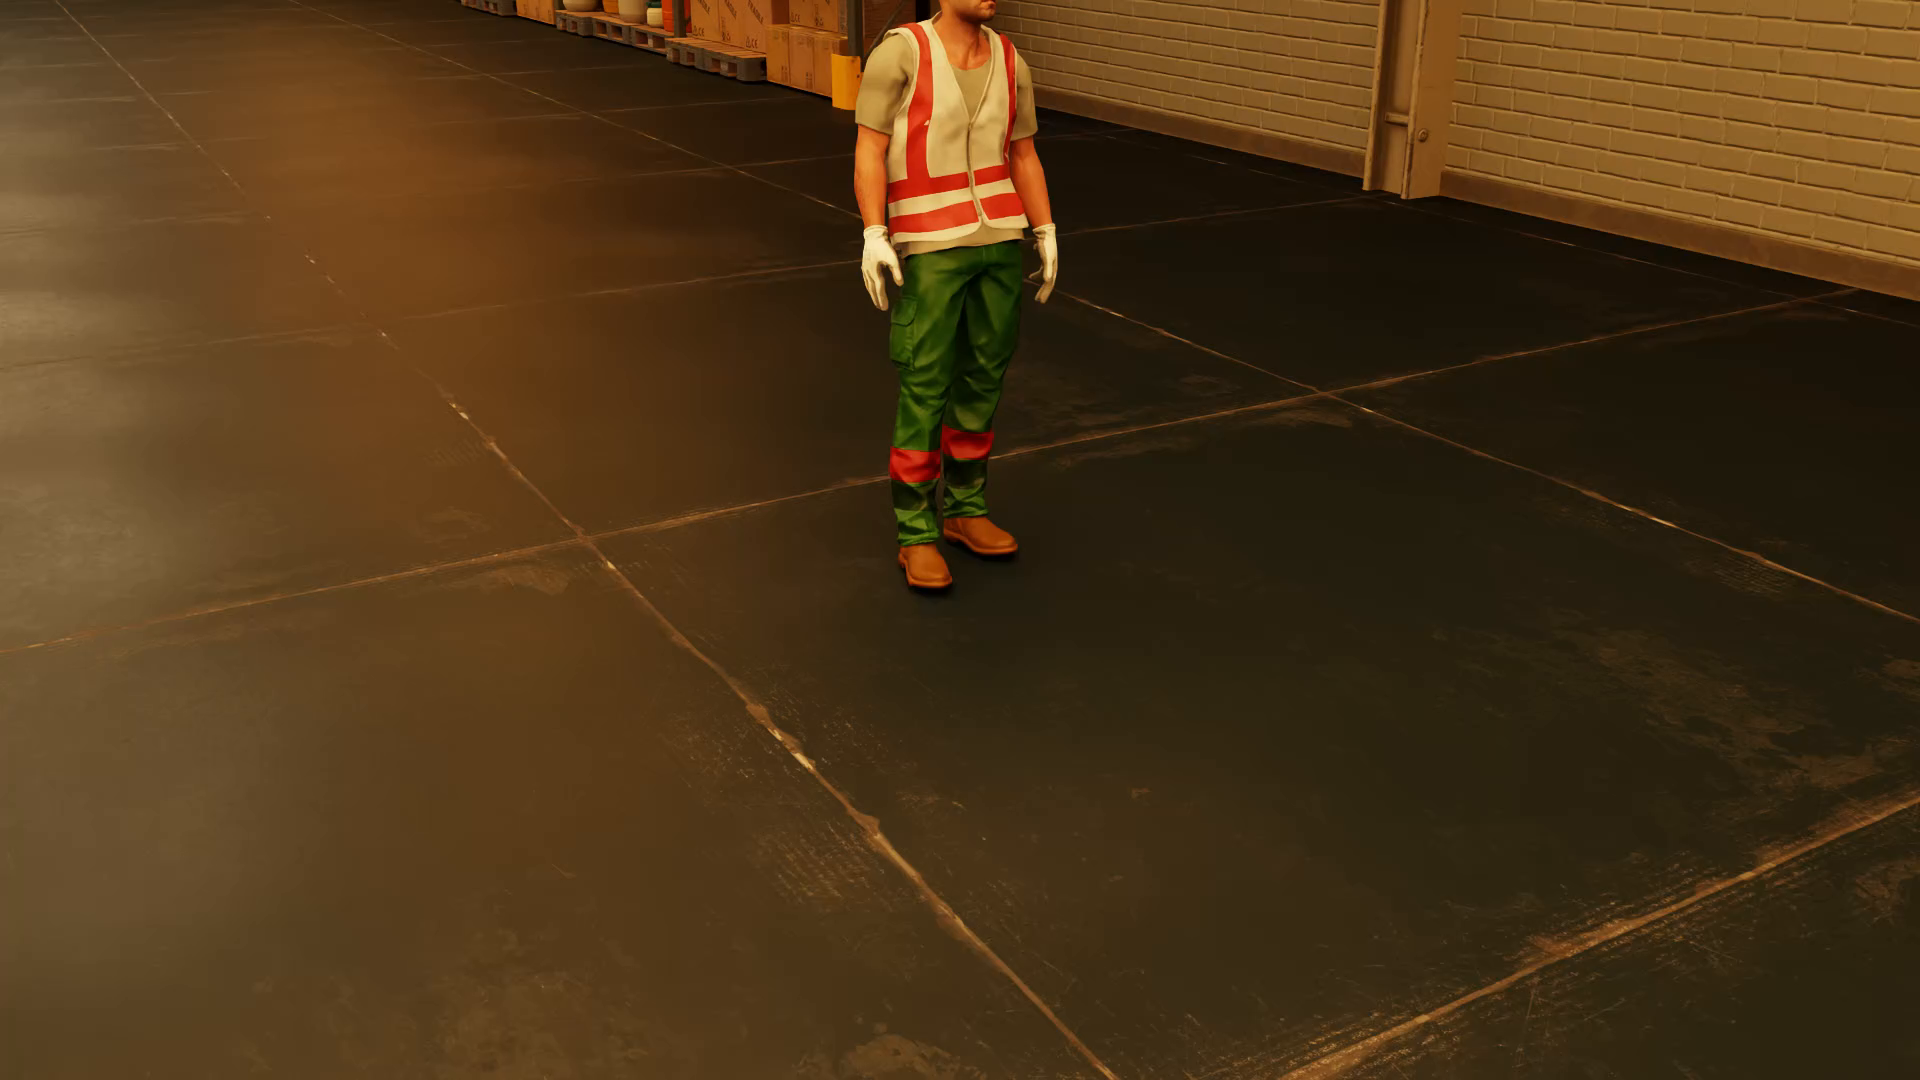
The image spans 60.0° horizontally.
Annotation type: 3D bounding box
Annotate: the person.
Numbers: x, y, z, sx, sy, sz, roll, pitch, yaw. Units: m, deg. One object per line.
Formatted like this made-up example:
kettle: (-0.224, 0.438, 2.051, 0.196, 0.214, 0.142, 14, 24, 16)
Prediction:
person: (0.029, -0.806, 4.722, 0.637, 1.787, 0.564, -12, 25, -28)
